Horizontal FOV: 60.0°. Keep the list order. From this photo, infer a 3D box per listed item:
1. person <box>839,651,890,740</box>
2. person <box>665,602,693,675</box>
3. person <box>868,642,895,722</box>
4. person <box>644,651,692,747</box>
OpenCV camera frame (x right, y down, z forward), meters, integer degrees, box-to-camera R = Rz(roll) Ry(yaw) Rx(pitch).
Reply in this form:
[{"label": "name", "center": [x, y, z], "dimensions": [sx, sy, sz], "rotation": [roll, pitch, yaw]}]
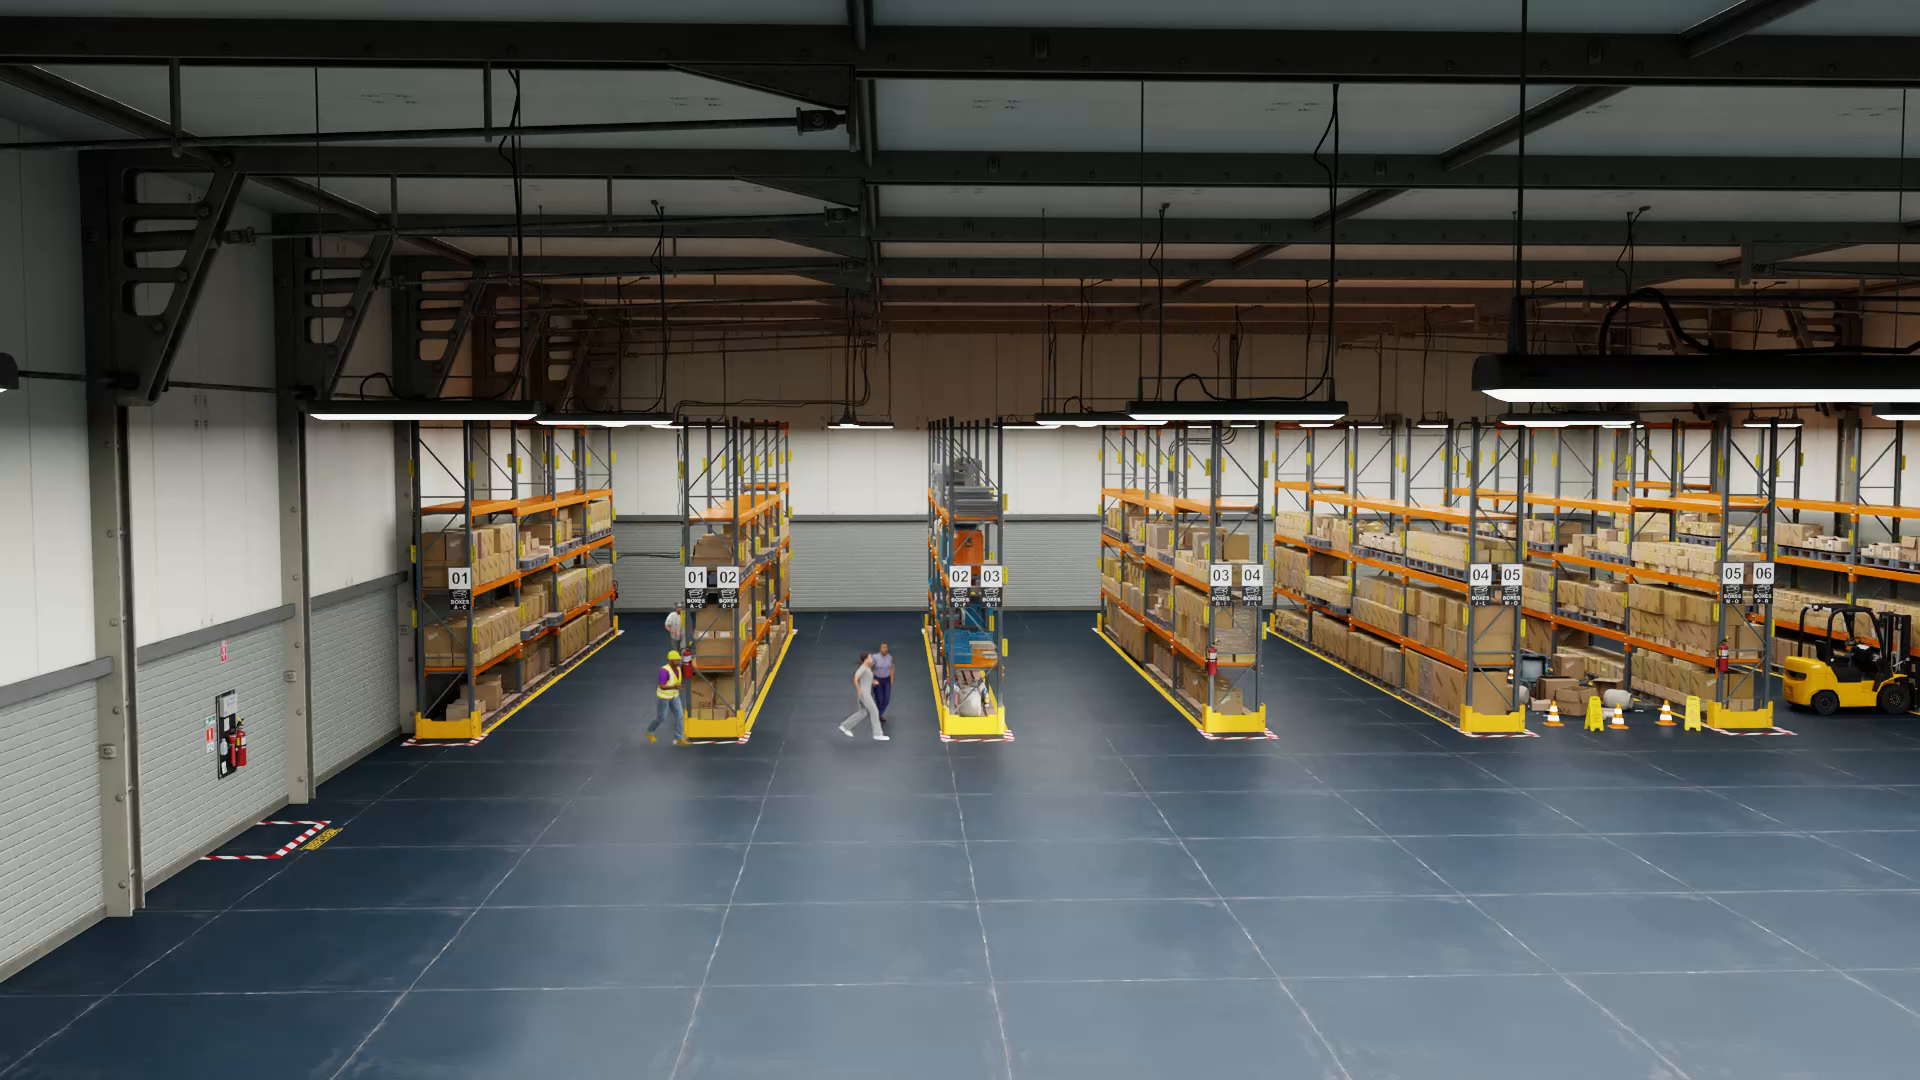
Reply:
[{"label": "person", "center": [-1.772, 2.876, 30.706], "dimensions": [0.945, 1.648, 0.622], "rotation": [0, 4, 0]}, {"label": "person", "center": [-6.659, 2.296, 39.389], "dimensions": [0.655, 1.739, 0.872], "rotation": [-1, 4, -14]}, {"label": "person", "center": [-1.568, 2.802, 32.860], "dimensions": [0.613, 1.569, 0.538], "rotation": [-2, 4, -24]}, {"label": "person", "center": [-5.336, 2.884, 30.238], "dimensions": [0.988, 1.768, 0.628], "rotation": [2, 4, 32]}]
